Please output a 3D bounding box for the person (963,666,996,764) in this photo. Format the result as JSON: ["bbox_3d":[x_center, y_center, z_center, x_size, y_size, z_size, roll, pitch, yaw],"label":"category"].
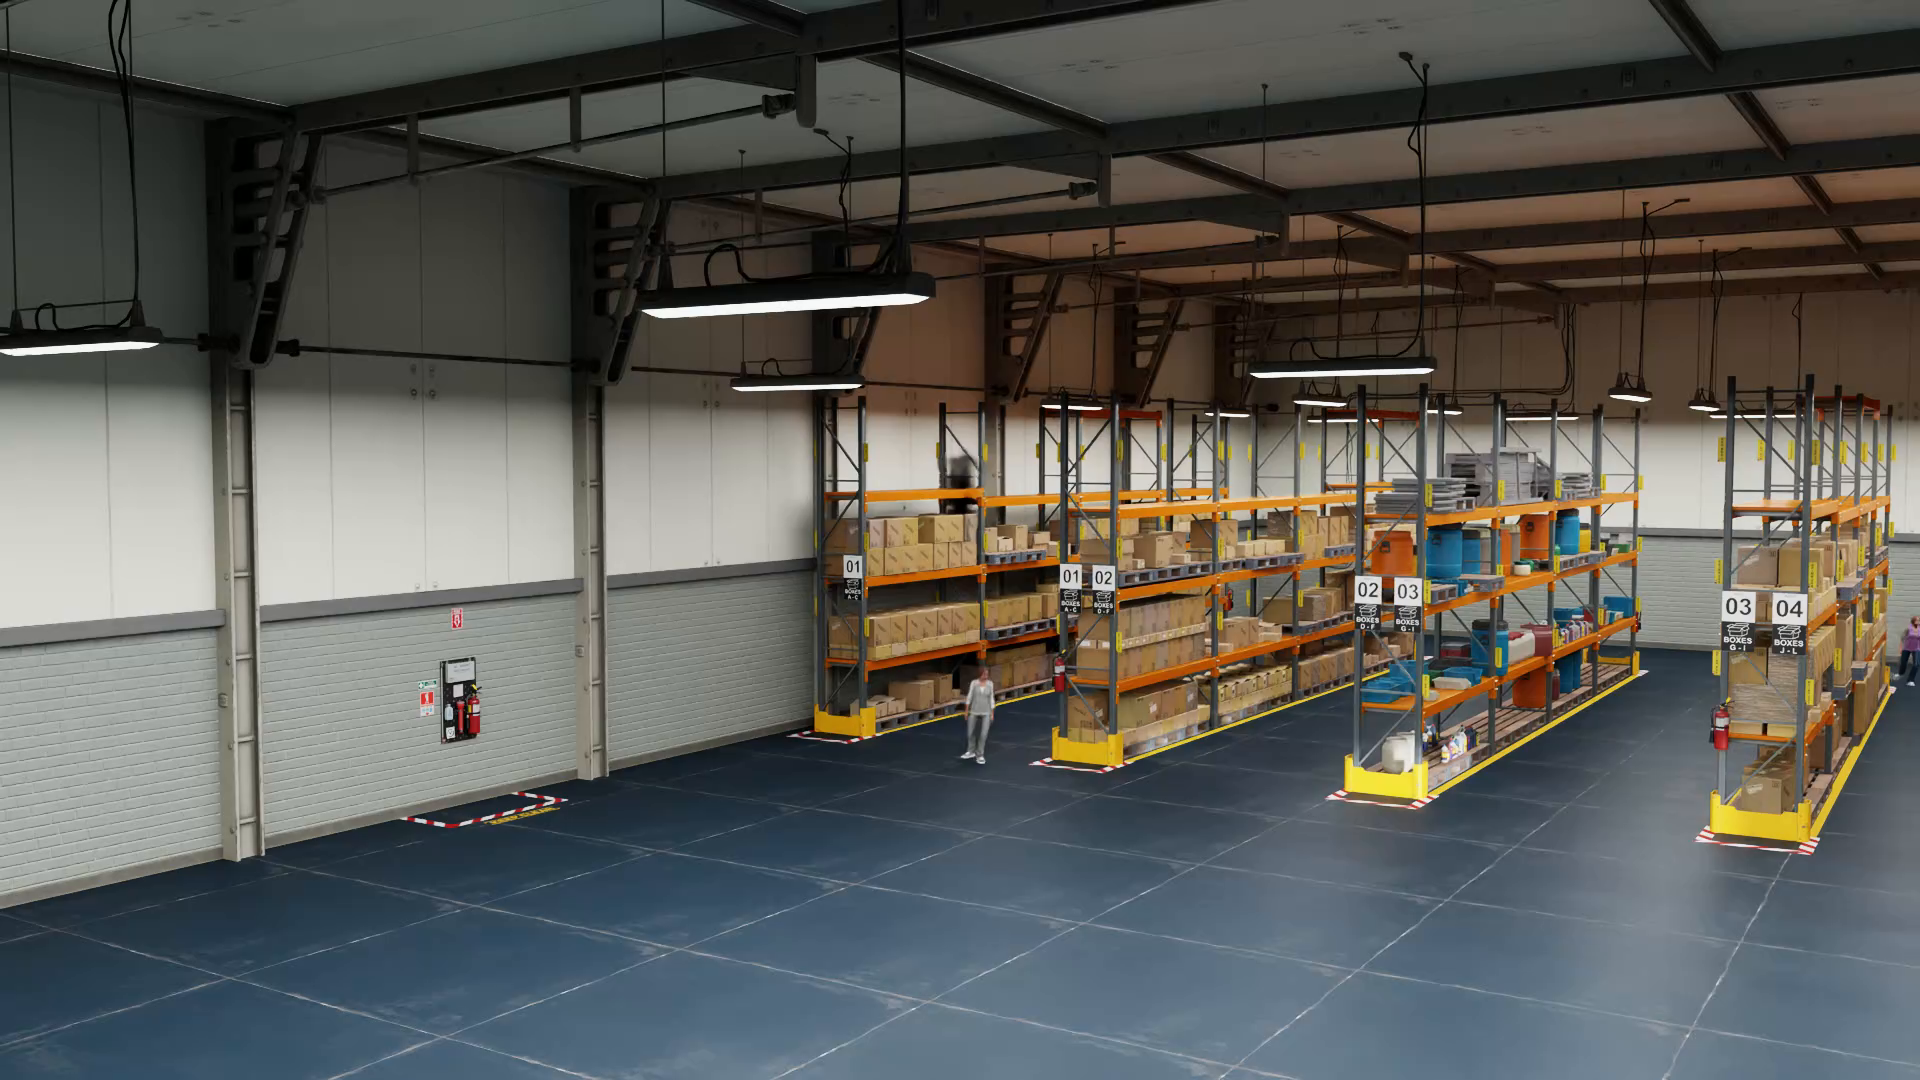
[{"bbox_3d":[0.317,2.804,26.745,0.520,1.583,0.428,0,3,-6],"label":"person"}]

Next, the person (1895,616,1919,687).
[{"bbox_3d":[20.450,2.370,35.646,0.566,1.535,0.646,1,3,12],"label":"person"}]
